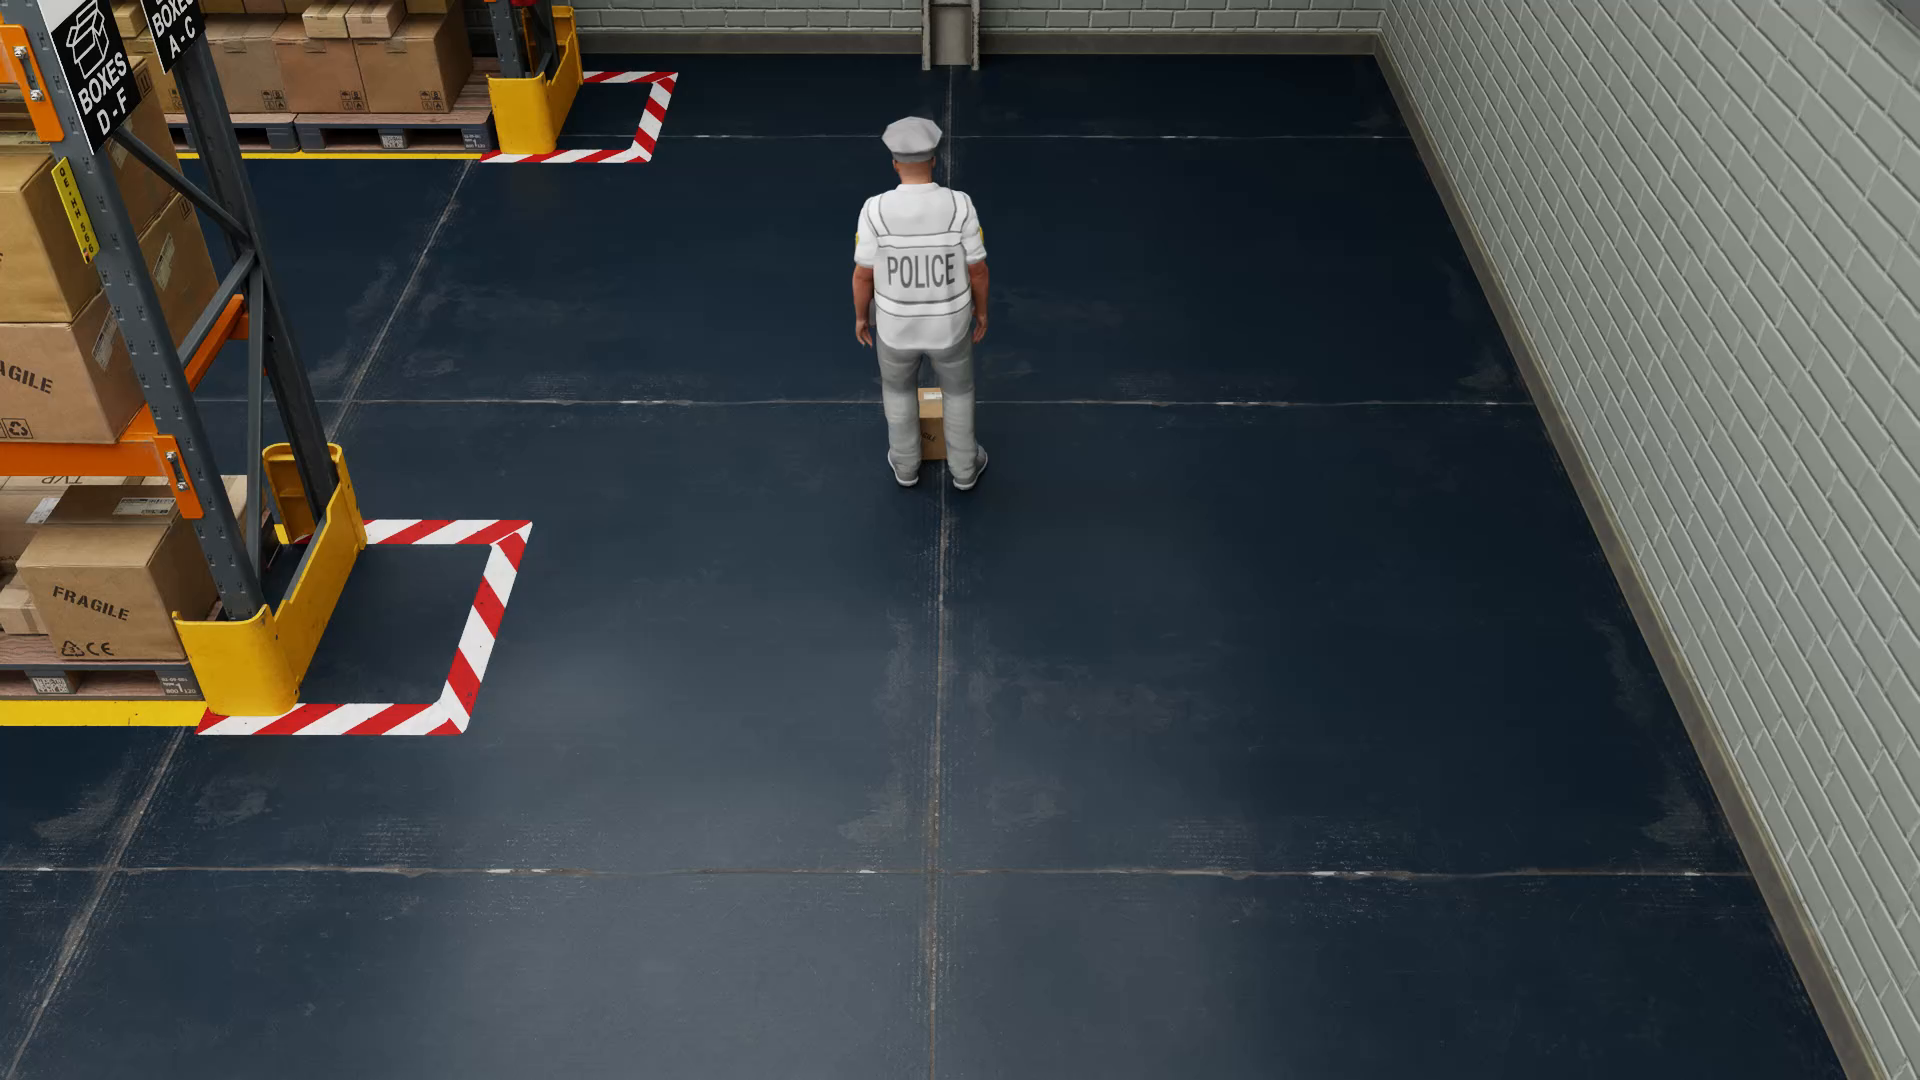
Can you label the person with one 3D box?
[{"bbox_3d":[-0.164,-0.975,7.347,0.602,1.738,0.469,-1,39,-2],"label":"person"}]
